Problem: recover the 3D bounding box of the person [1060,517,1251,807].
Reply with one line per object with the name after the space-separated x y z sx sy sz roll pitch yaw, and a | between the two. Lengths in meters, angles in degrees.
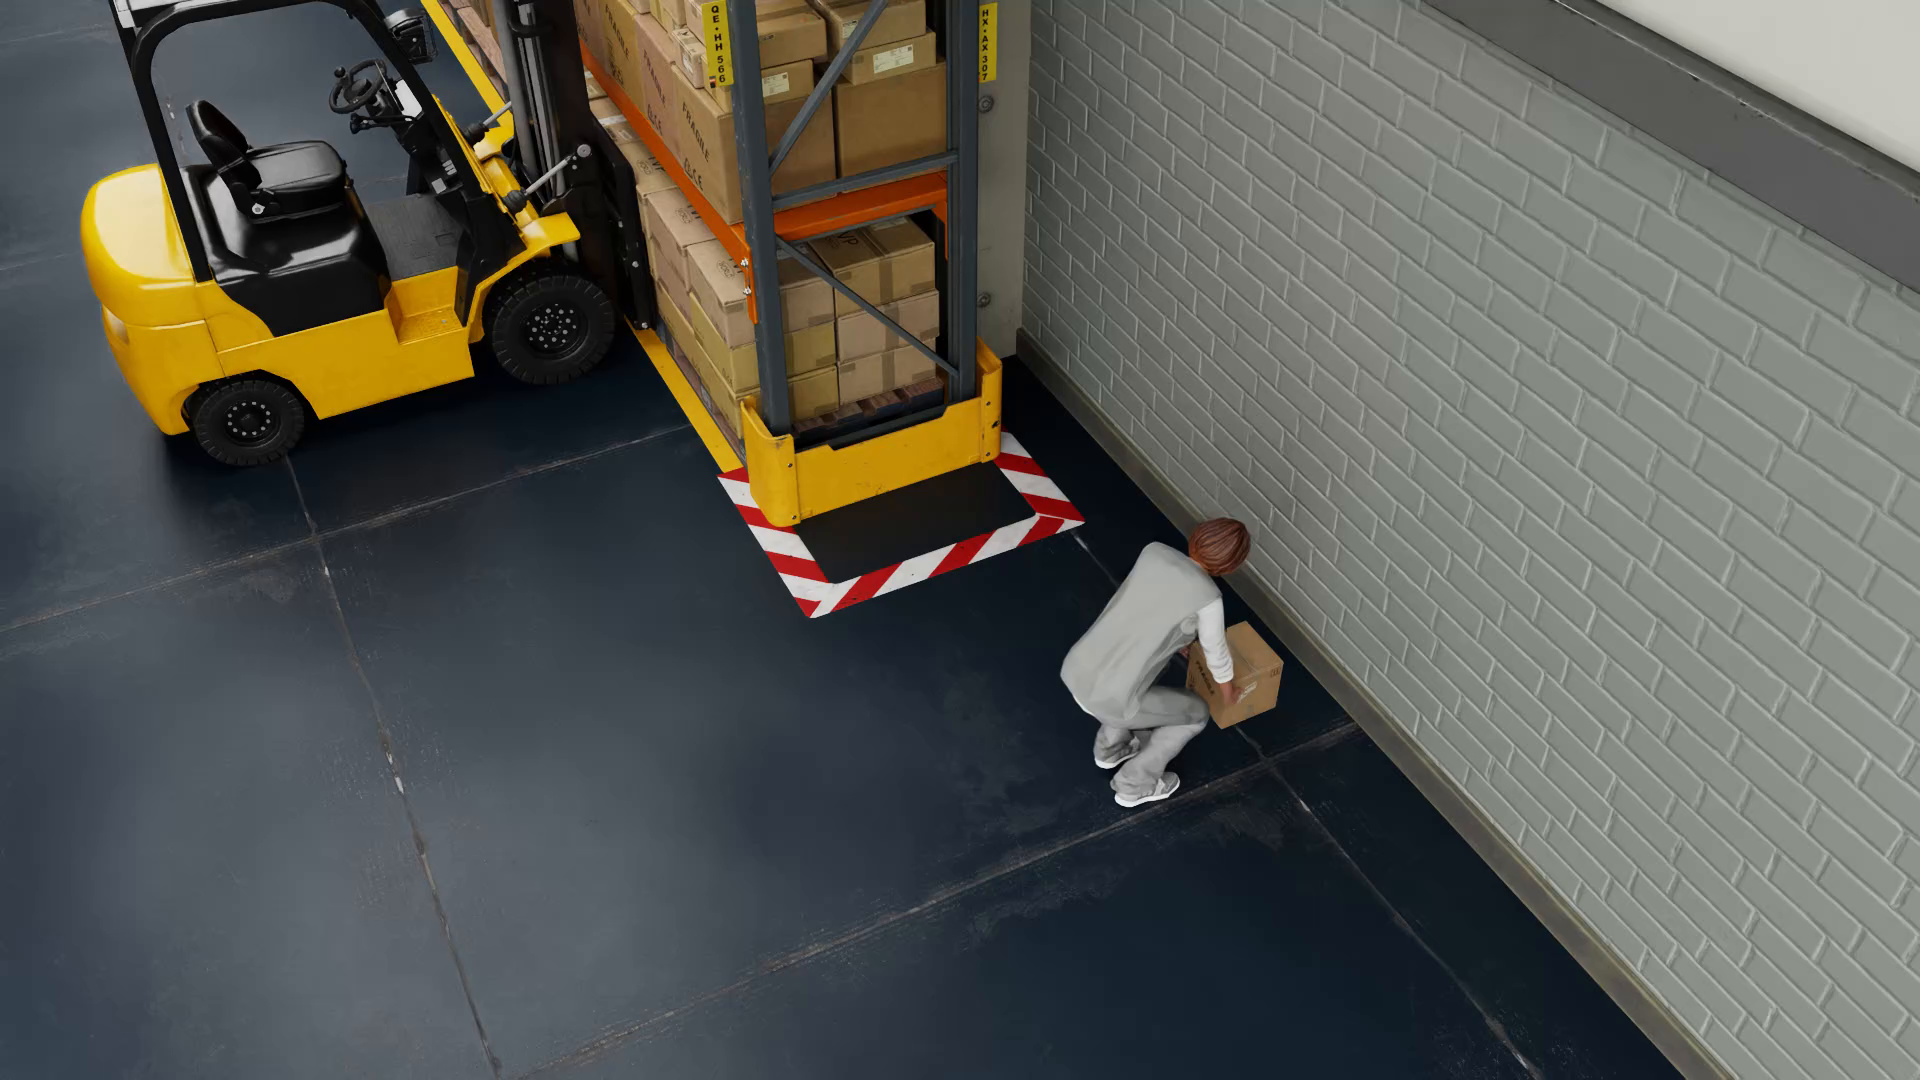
0.695 0.481 6.070 0.738 1.013 0.464 -19 45 -20 | person
